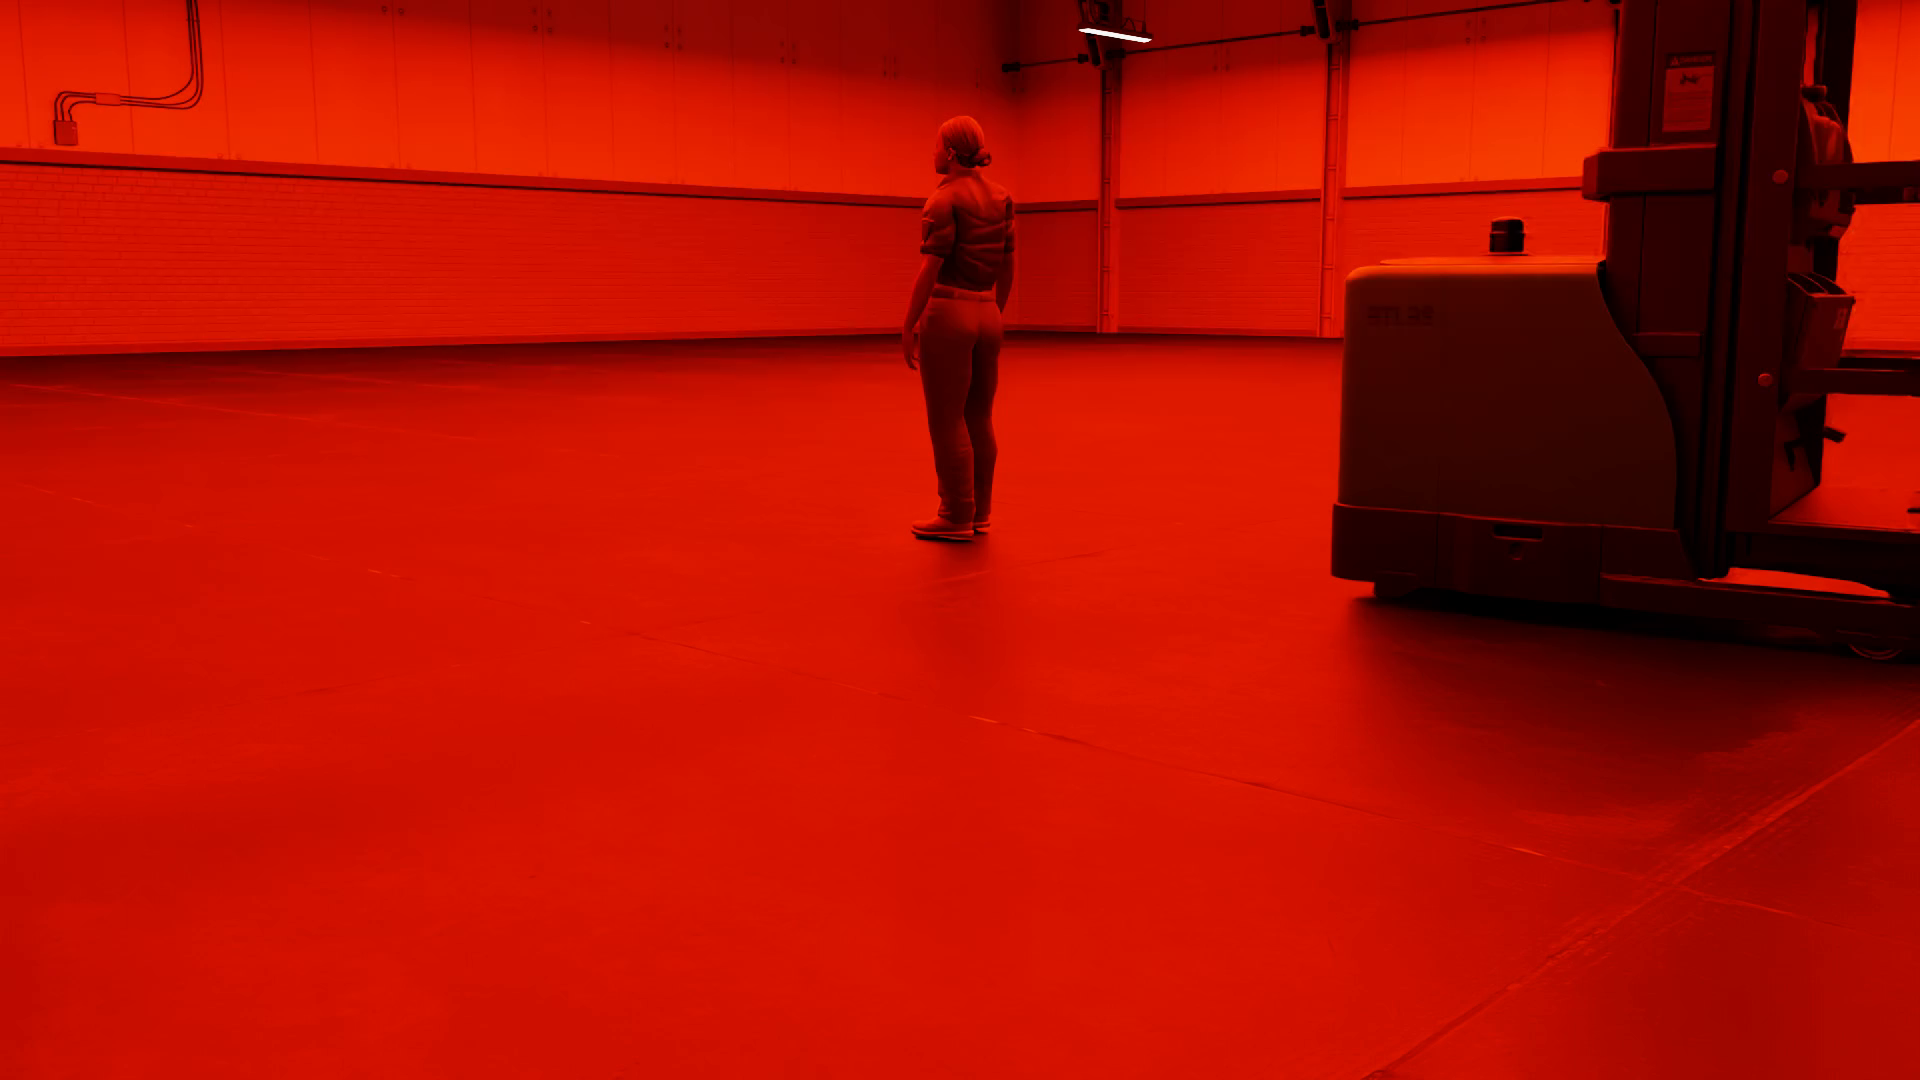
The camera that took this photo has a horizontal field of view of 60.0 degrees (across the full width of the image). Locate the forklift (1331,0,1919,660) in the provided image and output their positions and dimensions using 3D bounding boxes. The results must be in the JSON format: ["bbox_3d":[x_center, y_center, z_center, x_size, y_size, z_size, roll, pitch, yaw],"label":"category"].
[{"bbox_3d":[2.725,-1.195,4.811,3.031,2.935,1.130,6,10,34],"label":"forklift"}]

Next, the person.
[{"bbox_3d":[-0.049,-0.837,6.668,0.503,1.656,0.569,8,12,43],"label":"person"}]
